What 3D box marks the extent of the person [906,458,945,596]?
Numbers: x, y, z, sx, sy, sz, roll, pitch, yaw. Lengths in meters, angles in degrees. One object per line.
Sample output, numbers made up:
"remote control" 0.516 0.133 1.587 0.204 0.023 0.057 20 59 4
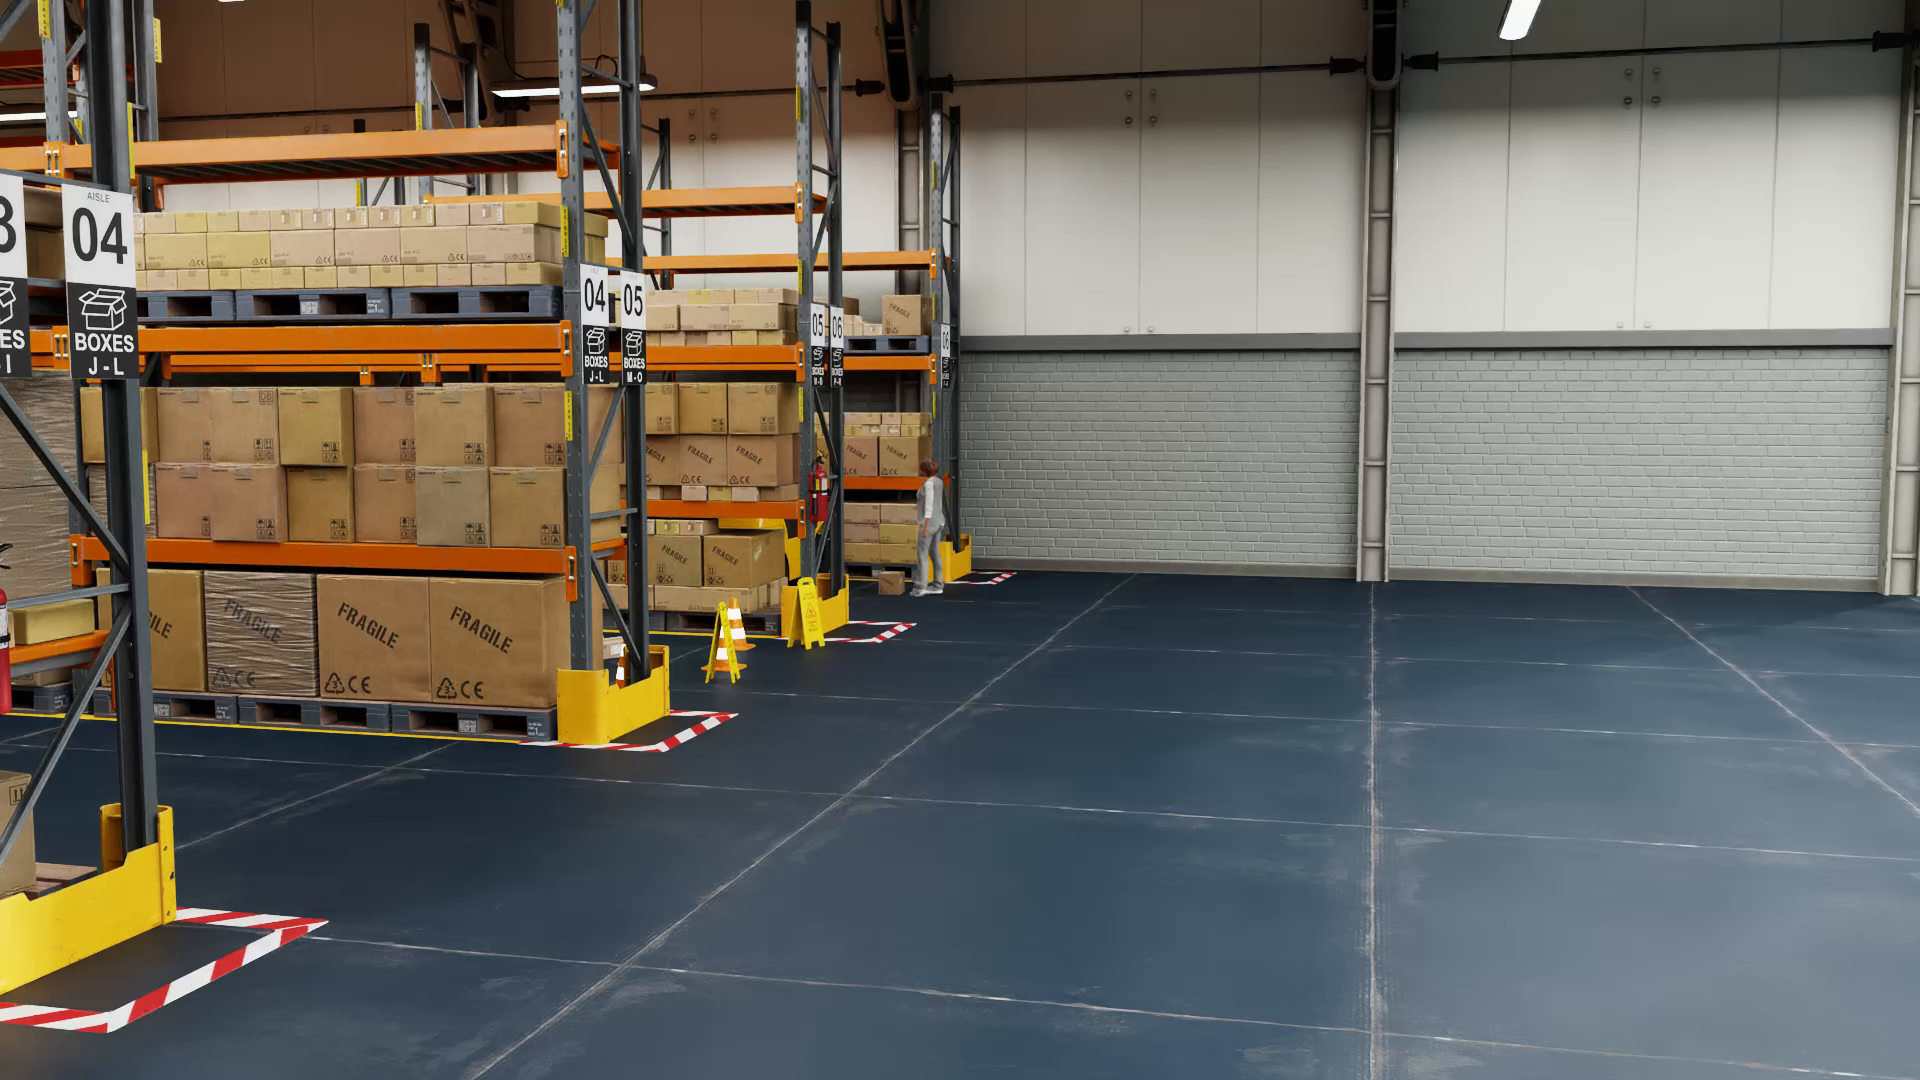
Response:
"person" -0.386 -0.141 19.379 0.422 1.643 0.442 2 5 21
